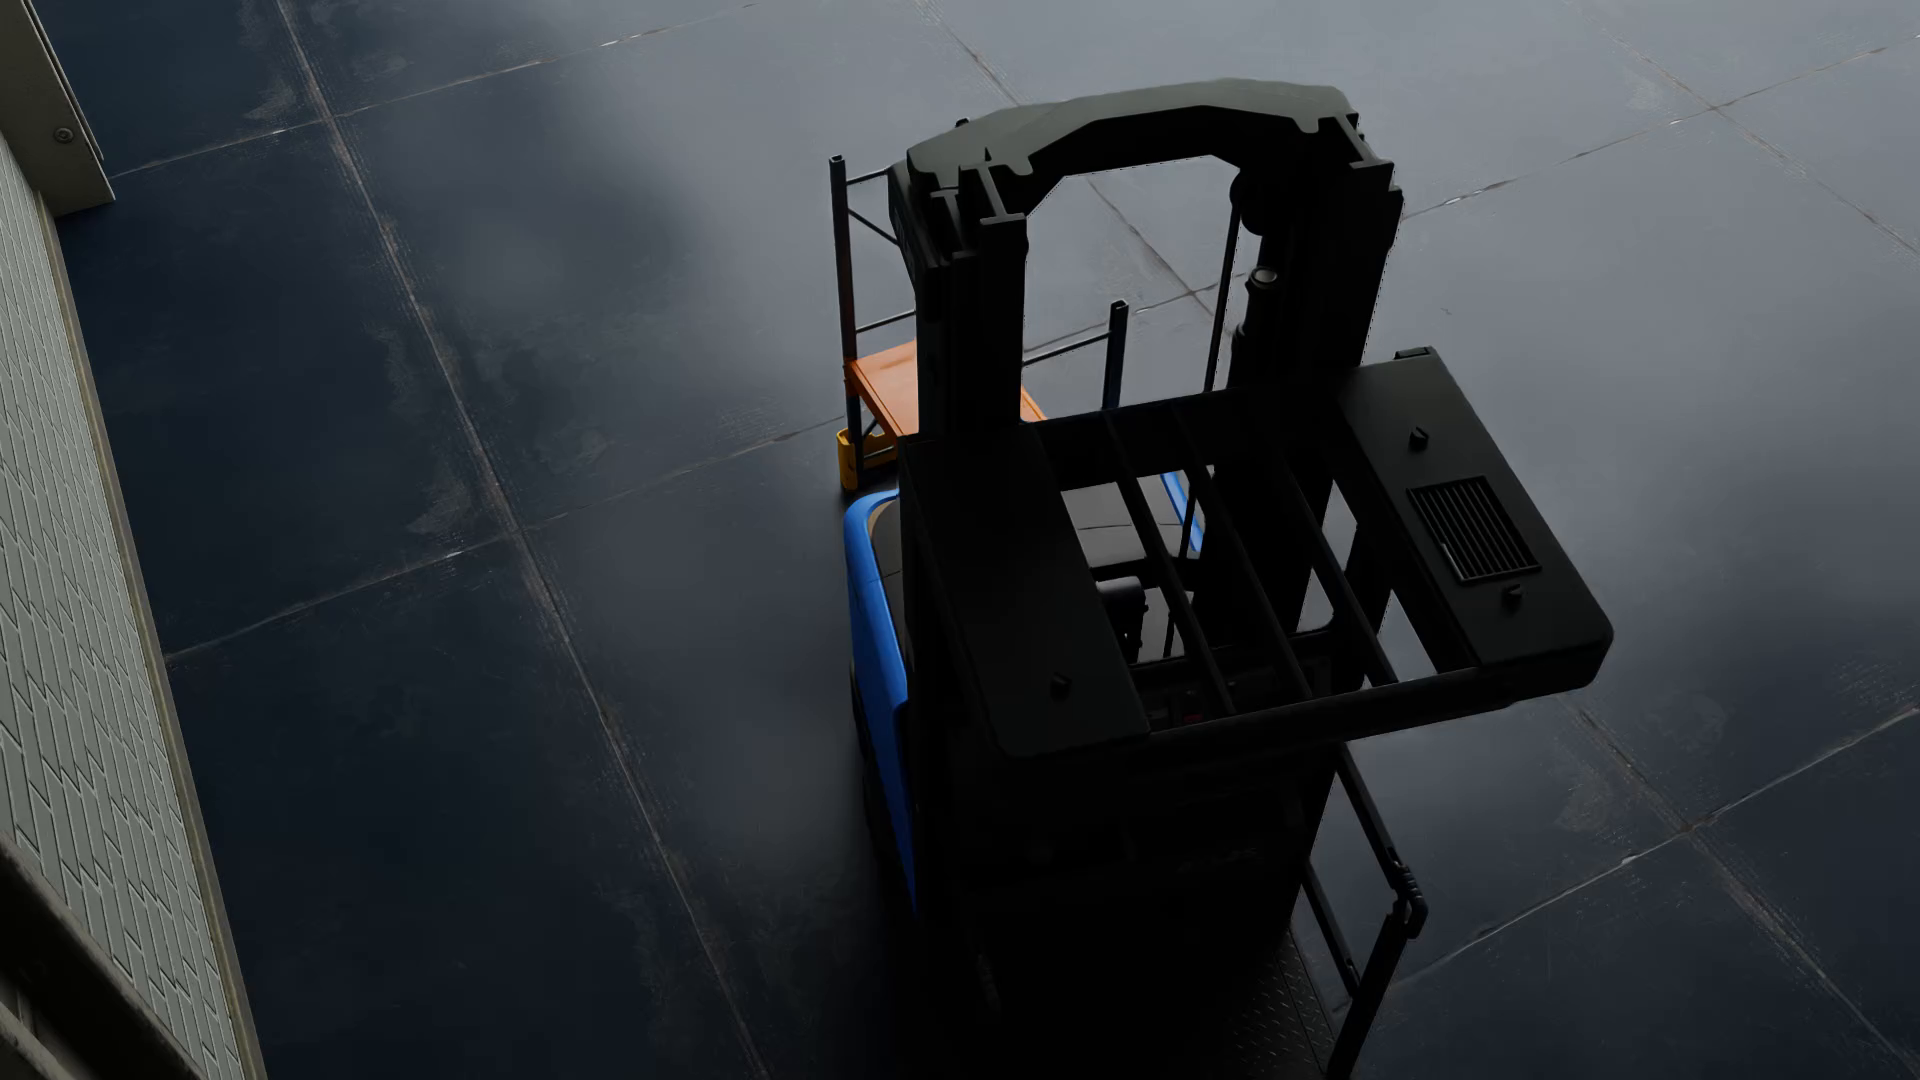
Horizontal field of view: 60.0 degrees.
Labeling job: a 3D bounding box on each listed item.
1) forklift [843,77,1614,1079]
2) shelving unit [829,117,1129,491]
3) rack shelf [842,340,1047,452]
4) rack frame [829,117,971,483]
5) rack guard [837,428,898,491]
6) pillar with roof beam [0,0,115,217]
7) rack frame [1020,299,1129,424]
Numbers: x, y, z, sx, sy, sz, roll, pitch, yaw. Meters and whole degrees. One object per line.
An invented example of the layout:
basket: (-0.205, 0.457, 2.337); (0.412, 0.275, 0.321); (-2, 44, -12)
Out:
forklift: (0.480, 0.610, 3.769); (1.130, 2.935, 3.031); (-10, 50, -9)
shelving unit: (0.033, -0.469, 5.664); (0.587, 1.500, 1.083); (-21, 52, -17)
rack shelf: (0.037, -0.344, 5.794); (0.538, 0.185, 1.000); (-21, 52, -17)
rack frame: (-0.190, -0.805, 5.958); (0.500, 1.500, 0.032); (-21, 52, -17)
rack guard: (-0.189, -0.393, 6.428); (0.587, 0.250, 0.087); (-21, 52, -17)
pillar with roof beam: (-0.265, -6.079, 5.589); (9.100, 9.000, 0.400); (-21, 52, -18)
rack frame: (0.264, -0.120, 5.359); (0.500, 1.500, 0.032); (-21, 52, -17)
